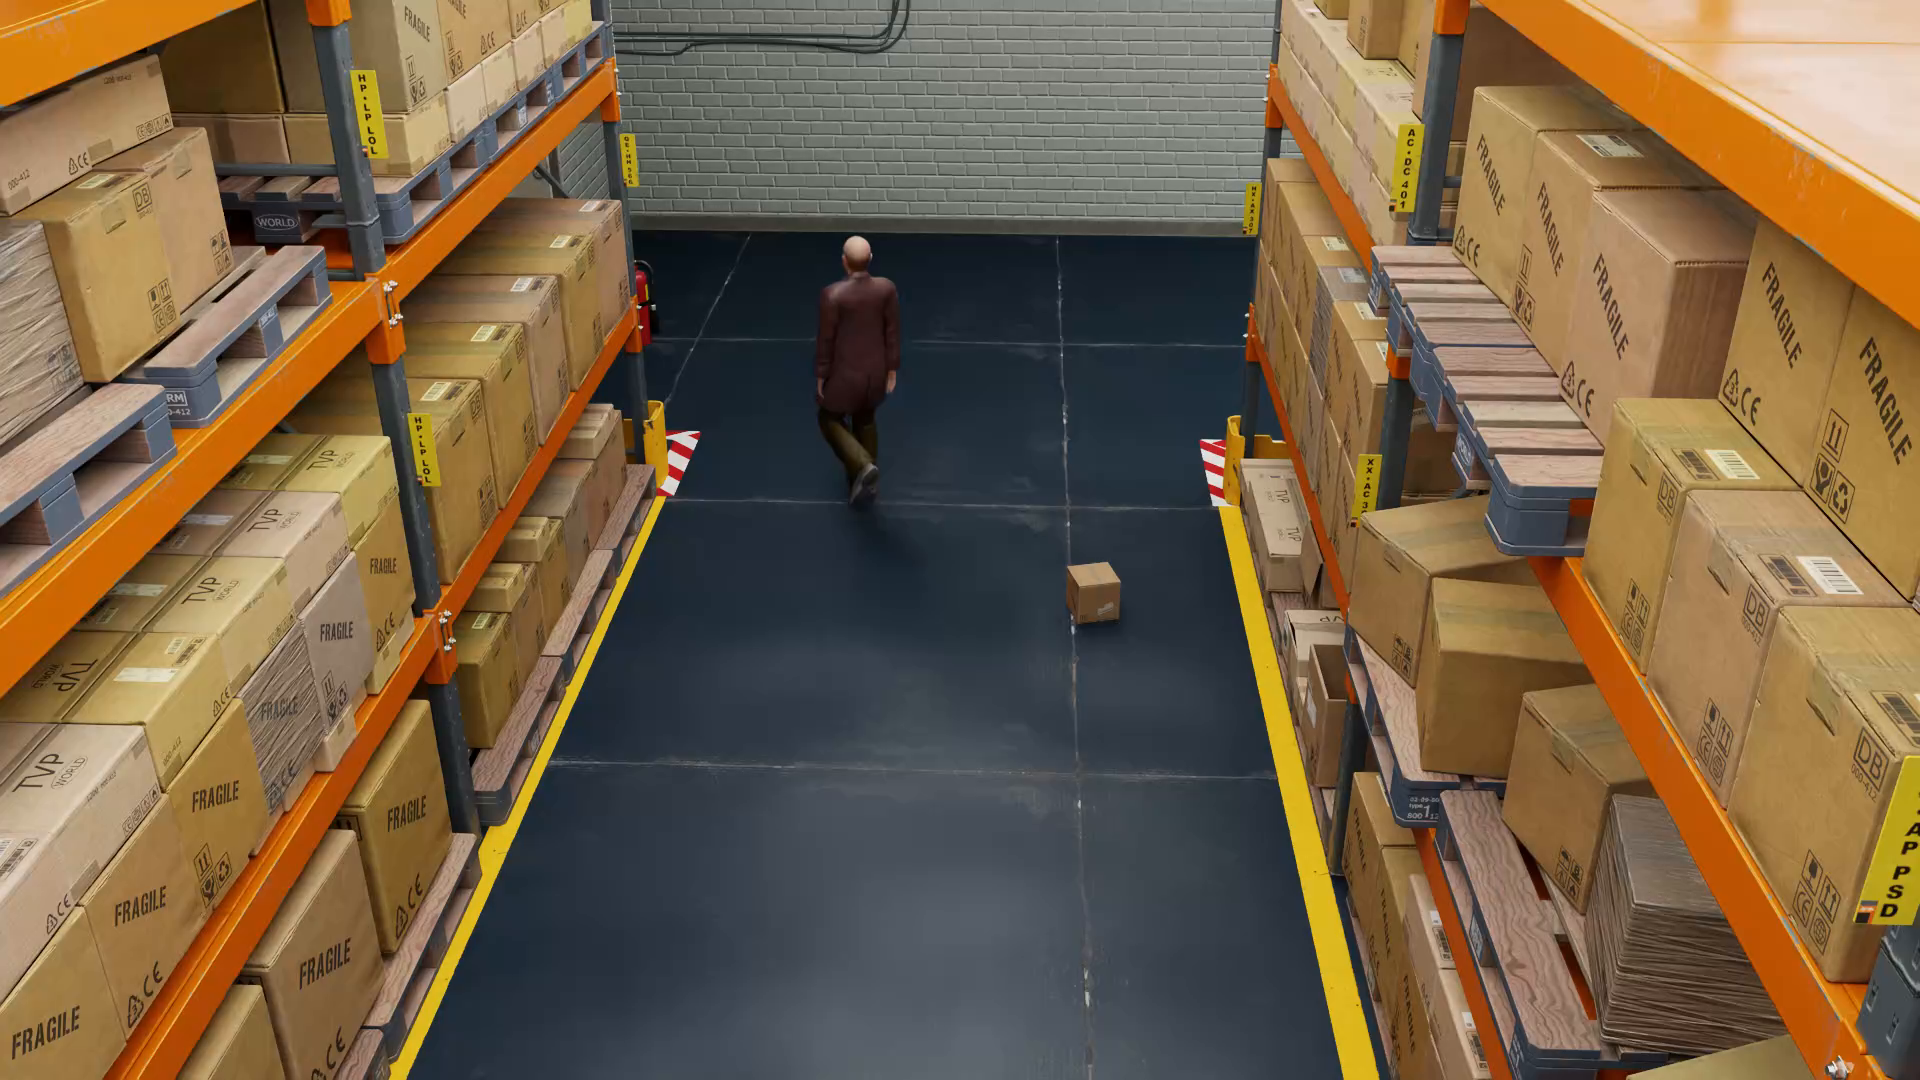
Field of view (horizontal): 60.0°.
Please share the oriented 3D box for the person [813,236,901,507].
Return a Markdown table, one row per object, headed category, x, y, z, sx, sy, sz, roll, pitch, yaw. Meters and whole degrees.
| category | x | y | z | sx | sy | sz | roll | pitch | yaw |
| --- | --- | --- | --- | --- | --- | --- | --- | --- | --- |
| person | -0.650 | -1.076 | 10.645 | 0.587 | 1.766 | 0.669 | -16 | 31 | -27 |
